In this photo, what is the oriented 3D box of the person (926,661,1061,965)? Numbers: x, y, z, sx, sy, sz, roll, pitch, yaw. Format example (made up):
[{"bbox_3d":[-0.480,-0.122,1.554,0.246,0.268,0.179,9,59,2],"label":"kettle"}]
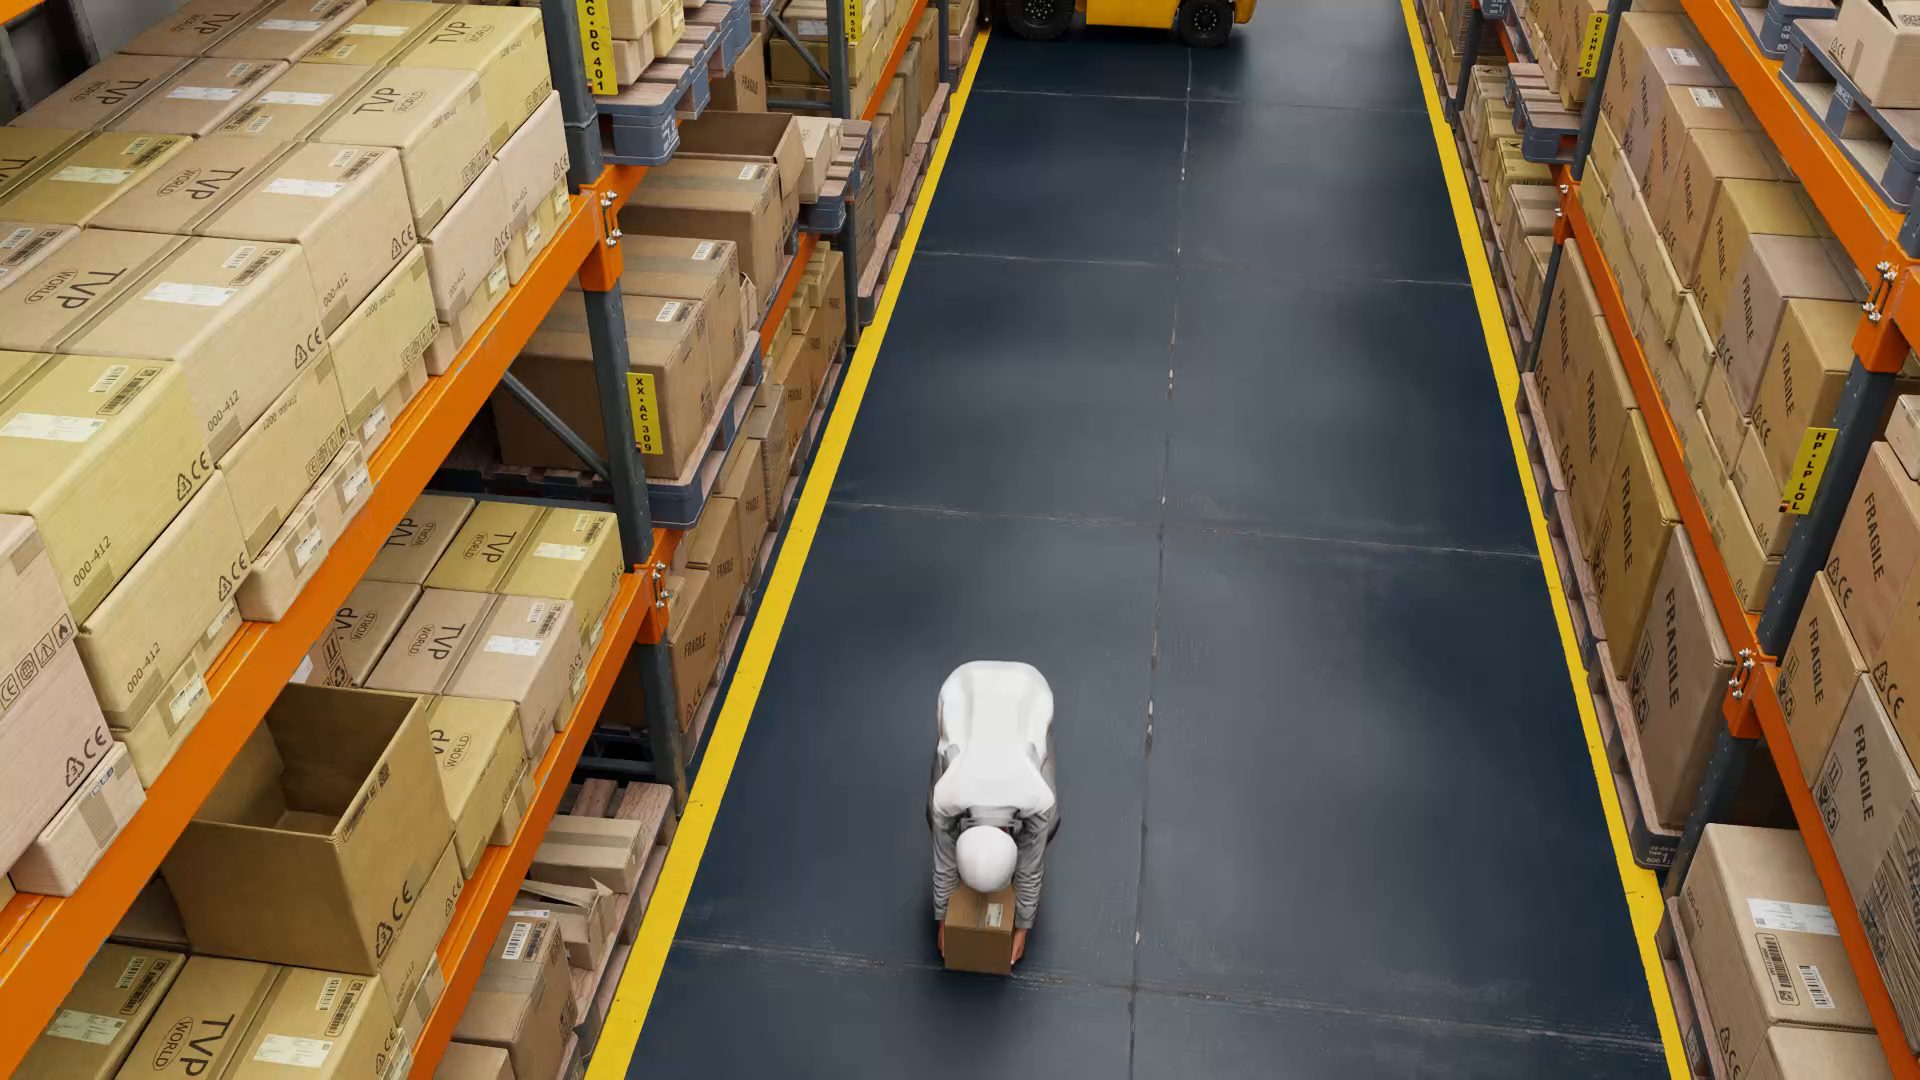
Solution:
[{"bbox_3d":[0.126,1.032,6.321,0.519,0.923,0.999,3,36,4],"label":"person"}]
